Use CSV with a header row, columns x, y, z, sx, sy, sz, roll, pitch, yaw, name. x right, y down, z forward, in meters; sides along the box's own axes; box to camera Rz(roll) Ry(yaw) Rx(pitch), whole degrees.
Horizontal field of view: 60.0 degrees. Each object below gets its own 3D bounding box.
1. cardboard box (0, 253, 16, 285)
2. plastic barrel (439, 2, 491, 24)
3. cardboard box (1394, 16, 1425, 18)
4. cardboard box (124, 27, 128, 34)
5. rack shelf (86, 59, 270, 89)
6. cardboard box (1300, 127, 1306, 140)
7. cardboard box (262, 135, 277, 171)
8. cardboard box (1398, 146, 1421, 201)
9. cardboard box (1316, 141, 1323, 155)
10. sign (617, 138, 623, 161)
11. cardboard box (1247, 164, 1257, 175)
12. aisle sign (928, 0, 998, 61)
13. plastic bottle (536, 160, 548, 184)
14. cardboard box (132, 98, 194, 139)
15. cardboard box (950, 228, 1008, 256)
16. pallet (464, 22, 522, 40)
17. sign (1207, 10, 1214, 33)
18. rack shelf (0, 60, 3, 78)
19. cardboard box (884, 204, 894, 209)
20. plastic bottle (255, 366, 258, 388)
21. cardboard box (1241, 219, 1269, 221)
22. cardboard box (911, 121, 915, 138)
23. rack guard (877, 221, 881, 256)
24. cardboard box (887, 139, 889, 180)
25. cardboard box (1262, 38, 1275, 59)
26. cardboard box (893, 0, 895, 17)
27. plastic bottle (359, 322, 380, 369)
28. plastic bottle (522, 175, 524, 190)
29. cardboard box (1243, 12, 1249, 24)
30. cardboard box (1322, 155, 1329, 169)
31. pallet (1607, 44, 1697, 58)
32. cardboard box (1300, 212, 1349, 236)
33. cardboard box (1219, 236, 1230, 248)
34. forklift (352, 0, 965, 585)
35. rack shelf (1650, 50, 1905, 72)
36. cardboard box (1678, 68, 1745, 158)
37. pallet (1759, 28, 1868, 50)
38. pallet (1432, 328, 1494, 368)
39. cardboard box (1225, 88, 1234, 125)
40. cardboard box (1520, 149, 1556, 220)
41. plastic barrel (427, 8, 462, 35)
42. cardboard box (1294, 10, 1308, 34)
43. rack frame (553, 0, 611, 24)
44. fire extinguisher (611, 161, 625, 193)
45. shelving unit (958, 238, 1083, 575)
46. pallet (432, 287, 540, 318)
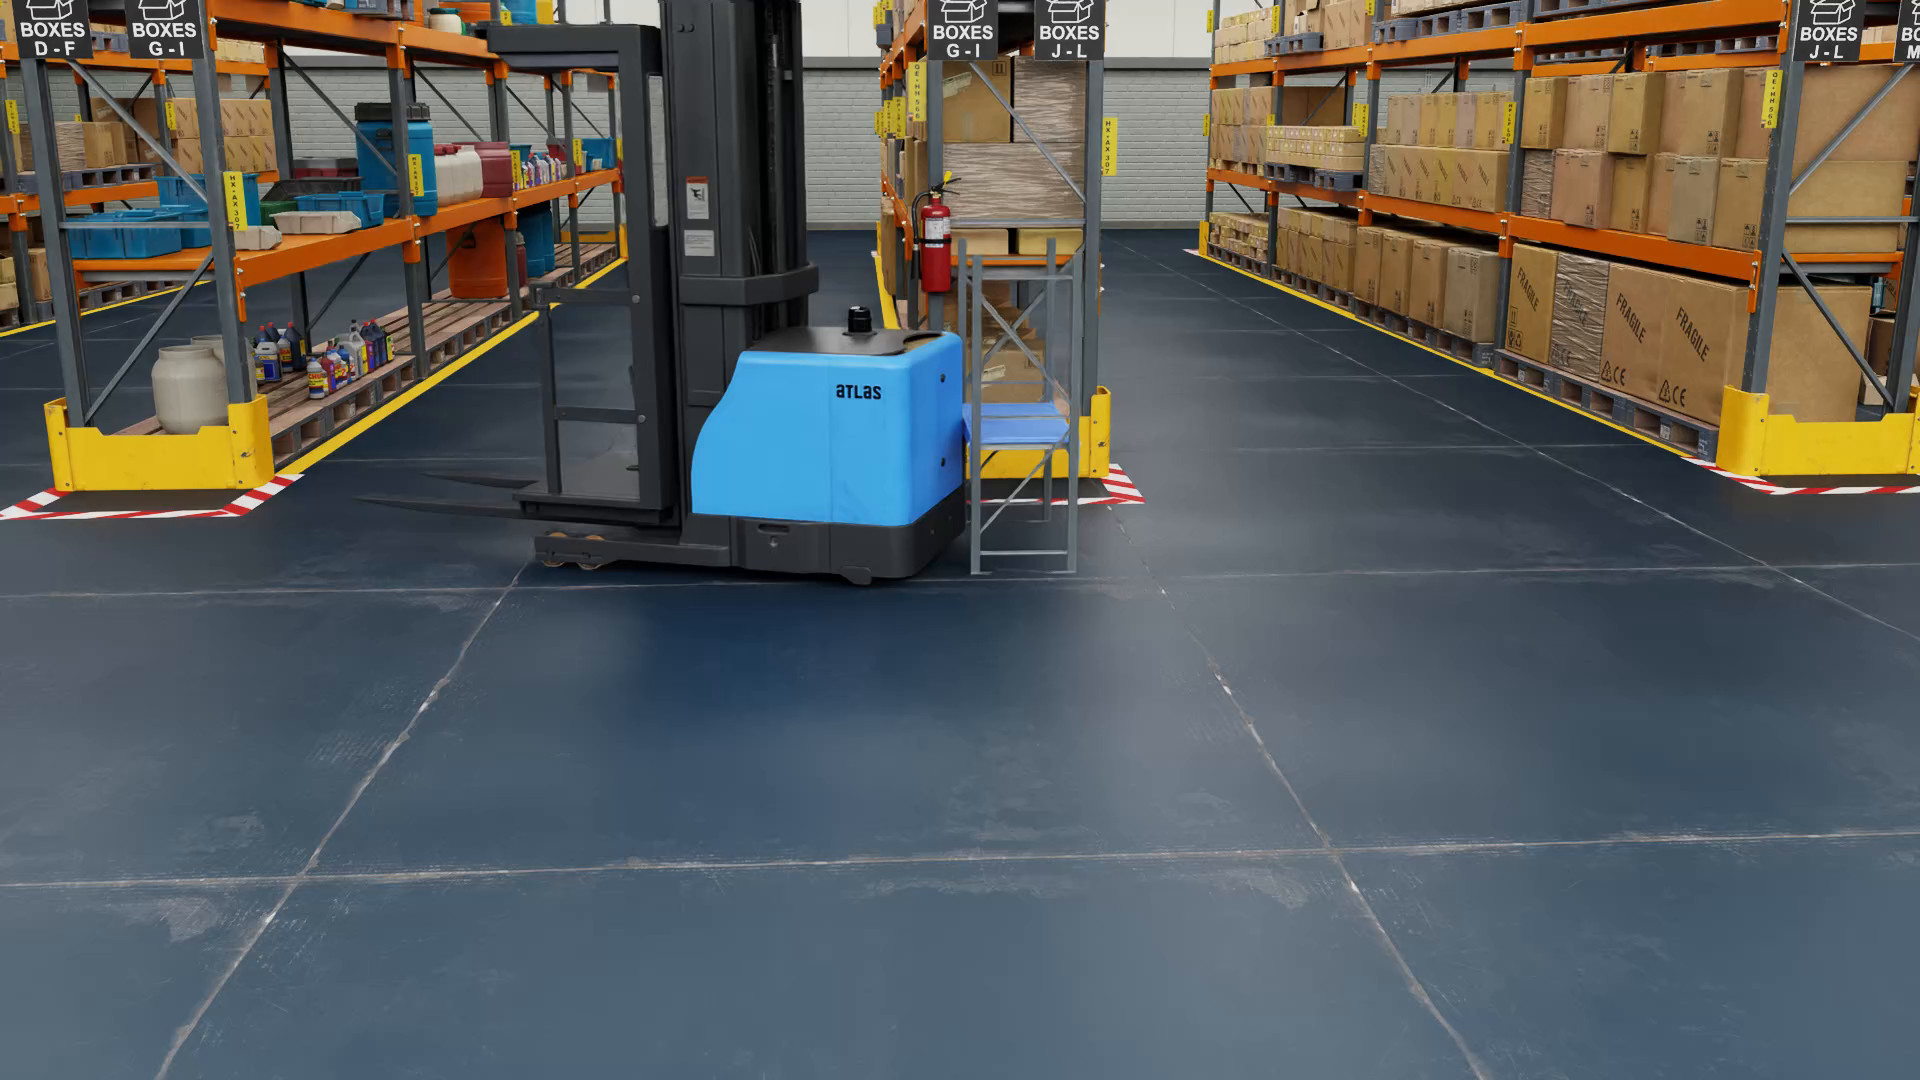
x,y,z,sx,sy,sz,roll,pitch,yaw,name
-9.792,-2.698,16.542,0.500,0.311,0.500,-1,14,-2,cardboard box
-5.158,-5.762,17.176,0.600,0.830,0.708,-1,14,-3,plastic barrel
4.635,-5.382,16.864,0.380,0.149,0.250,-1,15,-6,cardboard box
-10.100,-6.423,20.747,0.500,0.250,0.500,-1,14,-3,cardboard box
-10.442,-6.277,22.328,1.077,0.370,4.000,-1,14,-3,rack shelf
4.193,-4.755,19.456,0.380,0.149,0.250,0,14,-2,cardboard box
-10.267,-5.612,24.117,0.500,0.500,0.500,0,14,-2,cardboard box
4.597,-3.565,16.162,0.500,0.500,0.500,-1,14,-3,cardboard box
4.237,-4.420,18.750,0.380,0.149,0.250,-1,14,-3,cardboard box
-5.074,-5.838,24.868,0.100,0.325,0.005,-1,14,-3,sign
4.155,-5.086,22.779,0.380,0.149,0.250,-2,15,-6,cardboard box
0.017,-3.082,9.269,0.394,0.787,0.004,-1,14,-3,aisle sign
-4.965,-4.348,19.656,0.152,0.276,0.135,-1,14,-3,plastic bottle
-10.066,-5.330,21.015,0.500,0.500,0.500,-1,14,-2,cardboard box
0.089,-1.789,9.965,0.380,0.149,0.250,-1,14,-3,cardboard box
-5.076,-5.309,17.502,1.003,0.211,1.213,-1,14,-3,pallet
3.737,-7.742,24.821,0.100,0.325,0.005,-1,14,-3,sign
-9.946,-4.288,14.596,1.077,0.370,4.000,-1,14,-3,rack shelf
-0.252,-3.401,19.147,1.225,0.875,0.875,-1,14,-3,cardboard box
-5.055,-1.179,11.821,0.097,0.201,0.097,0,14,0,plastic bottle
4.184,-4.461,23.530,0.380,0.149,0.250,-1,14,-3,cardboard box
-0.098,-3.150,11.946,0.500,0.500,0.500,-1,14,-3,cardboard box
-0.680,-4.618,25.471,1.175,0.500,0.348,-1,14,-3,rack guard
-0.652,-4.758,20.798,0.500,0.500,0.500,-1,14,-3,cardboard box
4.226,-6.377,21.573,0.500,0.250,0.500,-1,14,-2,cardboard box
-0.410,-5.455,16.485,0.500,0.500,0.500,-1,14,-3,cardboard box
-4.539,-1.488,12.725,0.144,0.351,0.185,-2,15,-6,plastic bottle
-4.847,-3.950,18.259,0.097,0.201,0.097,0,14,0,plastic bottle
4.092,-7.152,22.781,0.380,0.149,0.250,-1,14,-4,cardboard box
4.255,-4.207,18.521,0.380,0.149,0.250,-1,14,-2,cardboard box
9.420,-6.594,22.293,1.003,0.211,1.213,-1,14,-3,pallet
4.371,-3.788,19.898,0.500,0.250,0.500,0,14,-1,cardboard box
4.018,-4.371,24.372,0.380,0.149,0.250,-1,14,-3,cardboard box
-1.549,-1.396,8.072,3.031,2.935,1.130,4,15,15,forklift
9.584,-5.588,19.647,1.077,0.370,4.000,-1,14,-3,rack shelf
5.159,-2.719,10.605,0.875,0.550,0.550,-1,14,-3,cardboard box
9.615,-5.506,18.267,1.213,0.211,1.003,0,14,-1,pallet
4.899,-1.730,14.826,1.003,0.211,1.213,-1,14,-3,pallet
4.089,-6.180,23.721,0.500,0.500,0.500,-1,14,-5,cardboard box
5.057,-2.871,13.363,0.875,0.550,0.550,-1,14,-3,cardboard box
-4.814,-4.830,15.535,0.301,0.262,0.301,0,14,0,plastic barrel
4.371,-6.270,20.192,0.500,0.311,0.500,-1,14,-4,cardboard box
-5.622,-8.651,24.092,1.000,3.000,0.127,-1,14,-3,rack frame
-5.178,-5.573,25.068,0.296,0.674,0.183,-1,14,-3,fire extinguisher
0.270,-0.692,8.204,0.538,1.500,1.048,-1,14,-4,shelving unit
-5.217,-2.601,18.214,1.003,0.211,1.213,-1,14,-3,pallet
